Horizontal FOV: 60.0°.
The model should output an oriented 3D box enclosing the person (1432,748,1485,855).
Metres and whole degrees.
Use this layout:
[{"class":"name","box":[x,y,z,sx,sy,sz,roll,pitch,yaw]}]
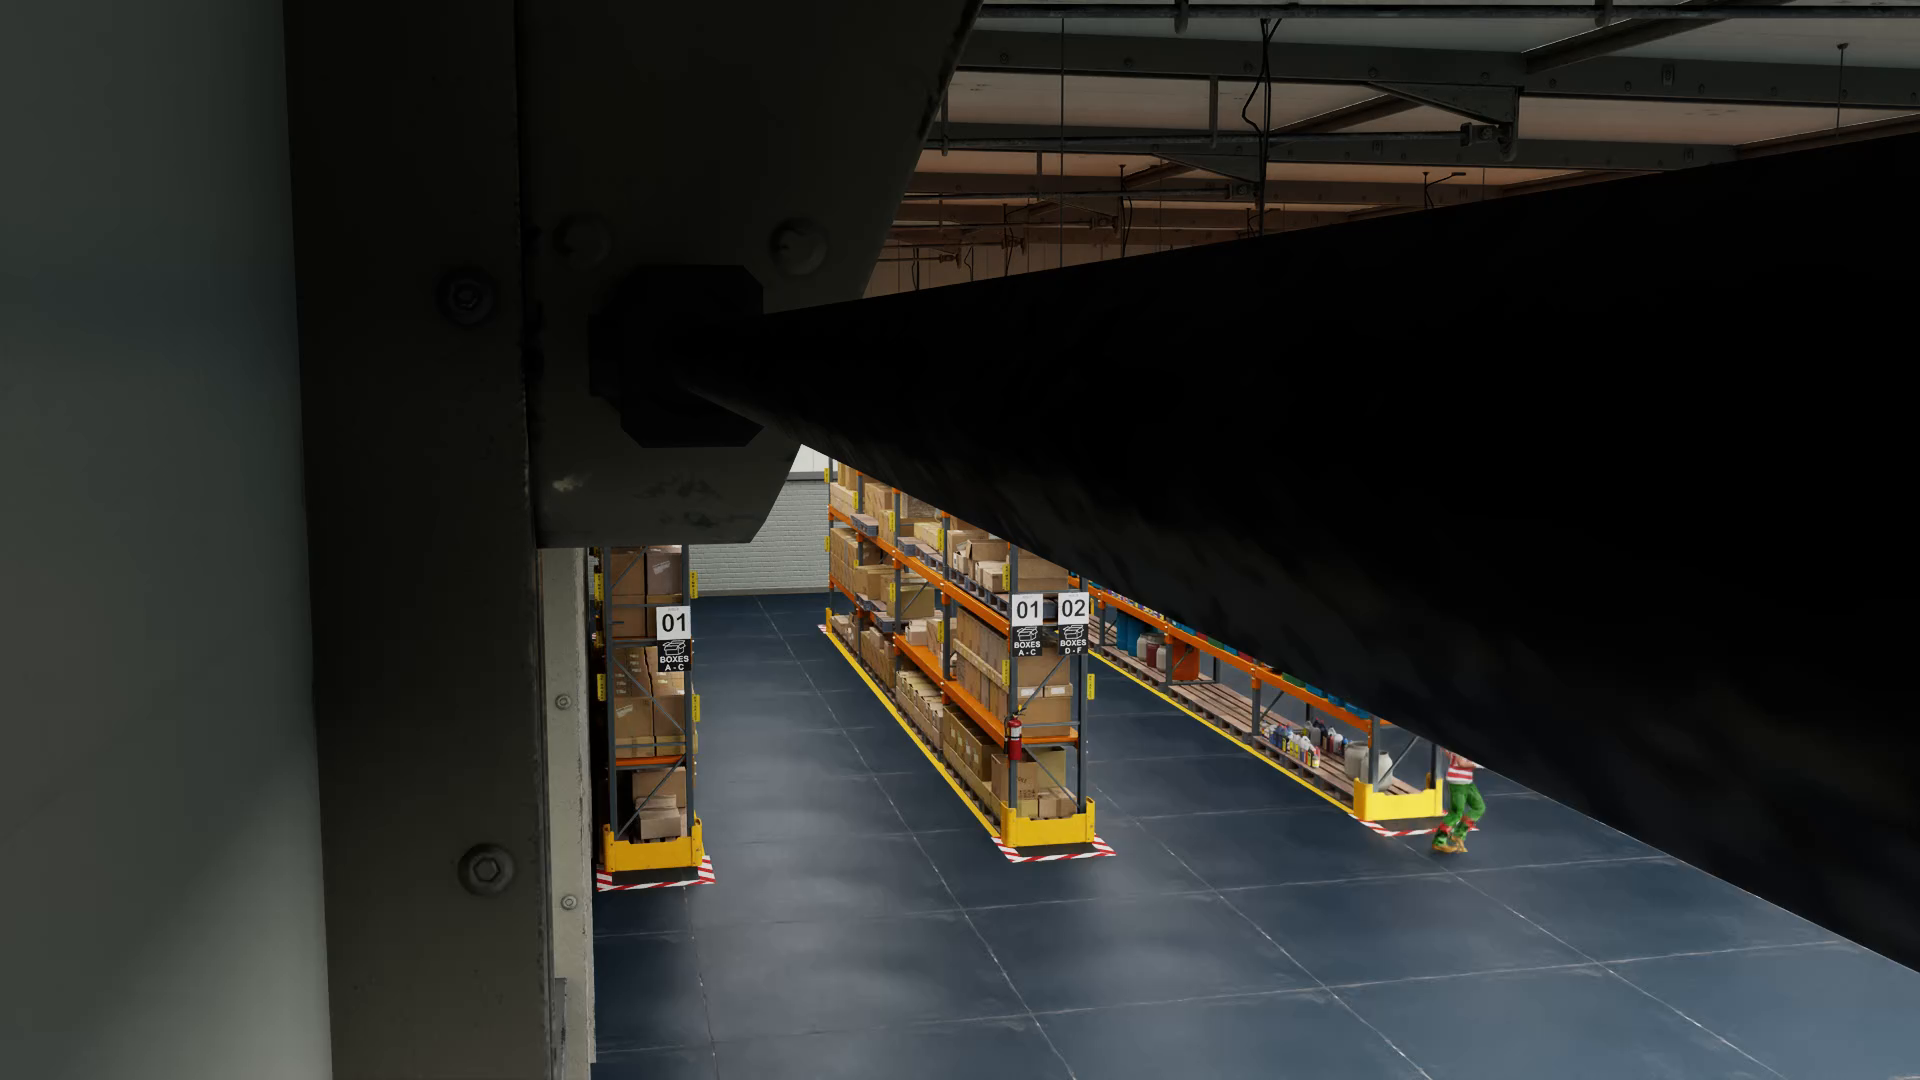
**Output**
[{"class":"person","box":[6.258,3.015,20.647,0.694,1.786,0.656,3,7,21]}]
